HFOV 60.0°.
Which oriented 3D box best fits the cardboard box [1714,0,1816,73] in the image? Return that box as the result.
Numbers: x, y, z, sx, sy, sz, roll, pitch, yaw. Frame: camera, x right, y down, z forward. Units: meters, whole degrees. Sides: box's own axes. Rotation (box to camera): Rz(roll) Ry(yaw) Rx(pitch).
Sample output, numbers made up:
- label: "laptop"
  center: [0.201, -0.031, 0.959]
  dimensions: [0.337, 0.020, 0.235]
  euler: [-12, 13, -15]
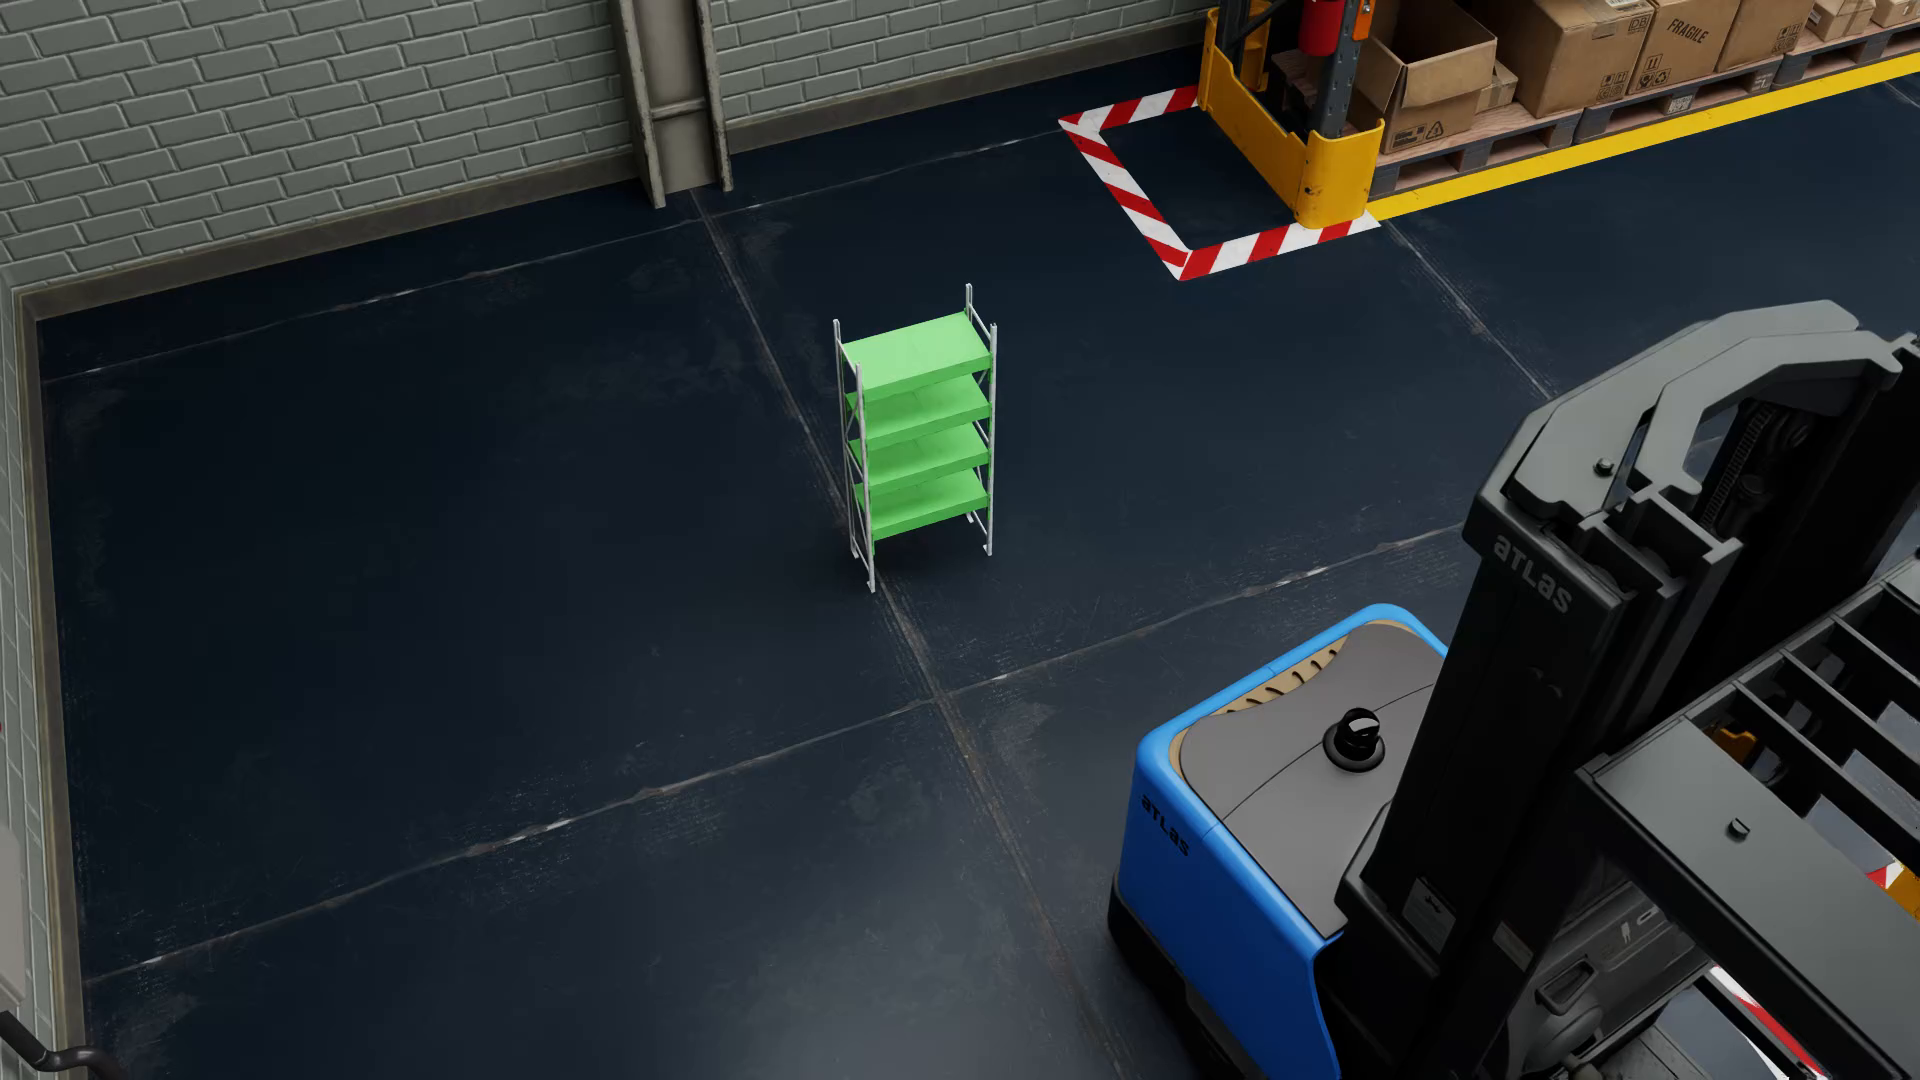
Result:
- label: "cardboard box"
  center: [3.871, -2.812, 8.400]
  dimensions: [0.500, 0.500, 0.700]
  euler: [-19, 52, -16]

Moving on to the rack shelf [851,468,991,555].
- label: "rack shelf"
  center: [-0.153, -0.145, 6.325]
  dimensions: [0.480, 0.148, 0.258]
  euler: [-17, 52, -14]

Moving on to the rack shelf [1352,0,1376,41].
- label: "rack shelf"
  center: [3.353, -3.205, 7.840]
  dimensions: [4.000, 0.370, 1.077]
  euler: [-17, 52, -14]

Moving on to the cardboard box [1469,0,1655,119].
- label: "cardboard box"
  center: [2.910, -2.515, 8.144]
  dimensions: [0.500, 0.500, 0.700]
  euler: [-15, 51, -13]

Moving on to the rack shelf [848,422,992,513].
- label: "rack shelf"
  center: [-0.153, -0.302, 6.143]
  dimensions: [0.480, 0.148, 0.258]
  euler: [-17, 52, -14]

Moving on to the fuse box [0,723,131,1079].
- label: "fuse box"
  center: [-2.488, 1.156, 4.470]
  dimensions: [0.414, 1.711, 0.539]
  euler: [-17, 52, -14]

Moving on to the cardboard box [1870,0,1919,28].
- label: "cardboard box"
  center: [4.800, -2.855, 8.667]
  dimensions: [0.250, 0.149, 0.380]
  euler: [-19, 52, -15]

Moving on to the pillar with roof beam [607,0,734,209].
- label: "pillar with roof beam"
  center: [0.293, -1.656, 2.081]
  dimensions: [0.400, 9.000, 9.100]
  euler: [-17, 52, -14]

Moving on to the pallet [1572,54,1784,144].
- label: "pallet"
  center: [3.438, -2.555, 8.646]
  dimensions: [1.213, 0.211, 1.003]
  euler: [-17, 52, -14]

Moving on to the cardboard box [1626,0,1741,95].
- label: "cardboard box"
  center: [3.437, -2.596, 8.214]
  dimensions: [0.500, 0.500, 0.500]
  euler: [-16, 51, -14]

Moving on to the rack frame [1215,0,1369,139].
- label: "rack frame"
  center: [1.502, -2.865, 7.074]
  dimensions: [0.127, 3.000, 1.000]
  euler: [-17, 52, -14]

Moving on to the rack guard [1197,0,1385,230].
- label: "rack guard"
  center: [1.572, -2.073, 8.041]
  dimensions: [0.348, 0.500, 1.175]
  euler: [-17, 52, -14]

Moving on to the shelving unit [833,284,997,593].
- label: "shelving unit"
  center: [-0.153, -0.343, 6.095]
  dimensions: [0.503, 1.200, 0.258]
  euler: [-17, 52, -14]

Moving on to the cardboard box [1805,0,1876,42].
- label: "cardboard box"
  center: [4.470, -2.790, 8.535]
  dimensions: [0.258, 0.266, 0.396]
  euler: [-16, 51, -13]

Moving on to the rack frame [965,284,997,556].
- label: "rack frame"
  center: [0.073, -0.413, 6.155]
  dimensions: [0.015, 1.200, 0.240]
  euler: [-17, 52, -14]

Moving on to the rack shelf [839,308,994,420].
- label: "rack shelf"
  center: [-0.153, -0.614, 5.779]
  dimensions: [0.480, 0.148, 0.258]
  euler: [-17, 52, -14]

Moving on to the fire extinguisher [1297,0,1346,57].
- label: "fire extinguisher"
  center: [1.540, -2.352, 6.930]
  dimensions: [0.183, 0.674, 0.296]
  euler: [-17, 52, -14]

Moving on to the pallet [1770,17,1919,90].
- label: "pallet"
  center: [4.569, -2.908, 8.949]
  dimensions: [1.213, 0.211, 1.003]
  euler: [-17, 52, -14]

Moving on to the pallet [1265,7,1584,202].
- label: "pallet"
  center: [2.310, -2.208, 8.348]
  dimensions: [1.213, 0.211, 1.003]
  euler: [-17, 52, -14]

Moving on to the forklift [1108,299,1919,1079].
- label: "forklift"
  center: [1.713, 1.048, 3.759]
  dimensions: [1.130, 2.935, 3.031]
  euler: [-27, 54, -21]

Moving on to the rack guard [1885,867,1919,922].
- label: "rack guard"
  center: [3.360, 1.441, 5.024]
  dimensions: [0.348, 0.500, 1.175]
  euler: [-17, 52, -14]

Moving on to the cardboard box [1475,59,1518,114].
- label: "cardboard box"
  center: [2.512, -2.277, 8.171]
  dimensions: [0.250, 0.149, 0.380]
  euler: [-19, 52, -16]

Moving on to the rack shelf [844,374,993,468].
- label: "rack shelf"
  center: [-0.153, -0.458, 5.961]
  dimensions: [0.480, 0.148, 0.258]
  euler: [-17, 52, -14]

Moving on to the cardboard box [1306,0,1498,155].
- label: "cardboard box"
  center: [2.104, -2.298, 7.956]
  dimensions: [0.637, 0.503, 0.797]
  euler: [-19, 52, -16]

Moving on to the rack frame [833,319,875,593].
- label: "rack frame"
  center: [-0.379, -0.273, 6.035]
  dimensions: [0.015, 1.200, 0.240]
  euler: [-17, 52, -14]
